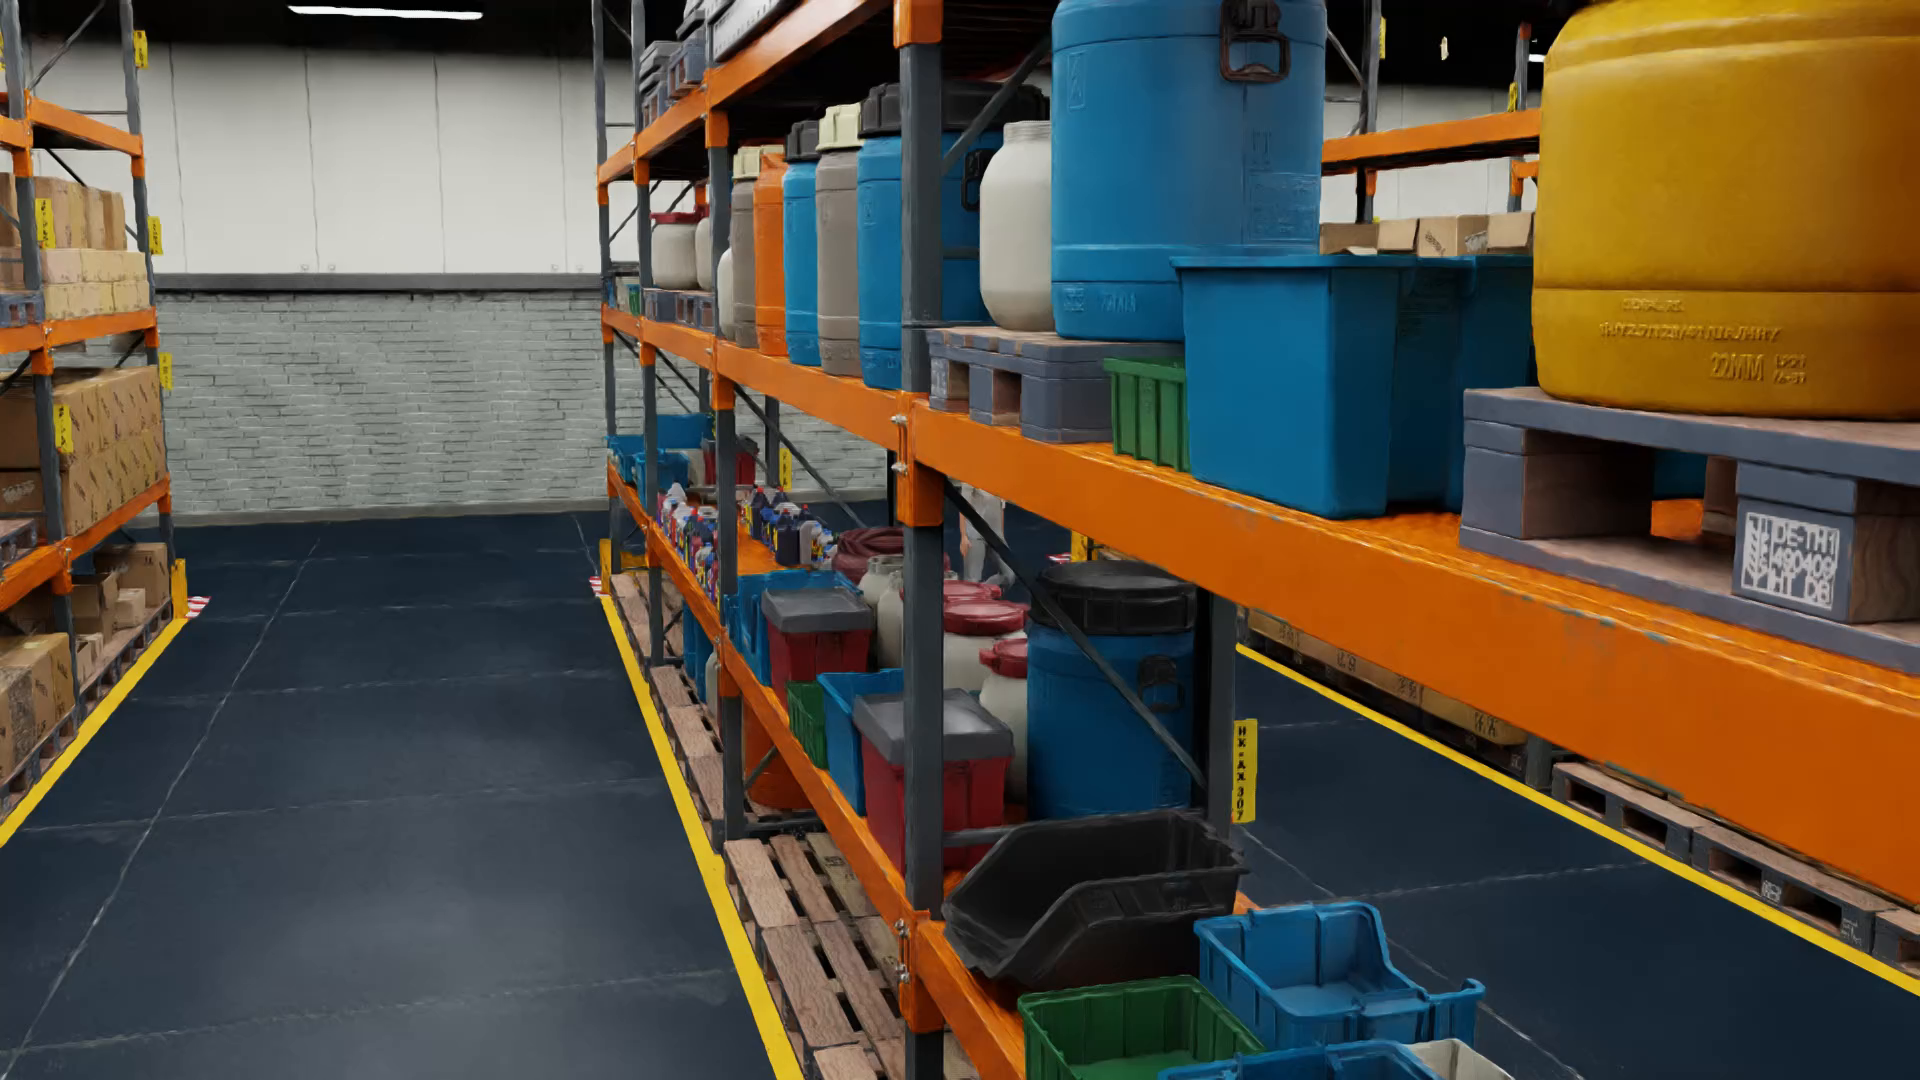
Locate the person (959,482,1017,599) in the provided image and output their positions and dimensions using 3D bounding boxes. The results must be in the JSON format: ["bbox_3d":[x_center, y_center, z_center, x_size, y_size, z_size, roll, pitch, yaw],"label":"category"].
[{"bbox_3d":[0.213,0.000,14.273,0.533,1.657,0.472,-6,11,-34],"label":"person"}]
